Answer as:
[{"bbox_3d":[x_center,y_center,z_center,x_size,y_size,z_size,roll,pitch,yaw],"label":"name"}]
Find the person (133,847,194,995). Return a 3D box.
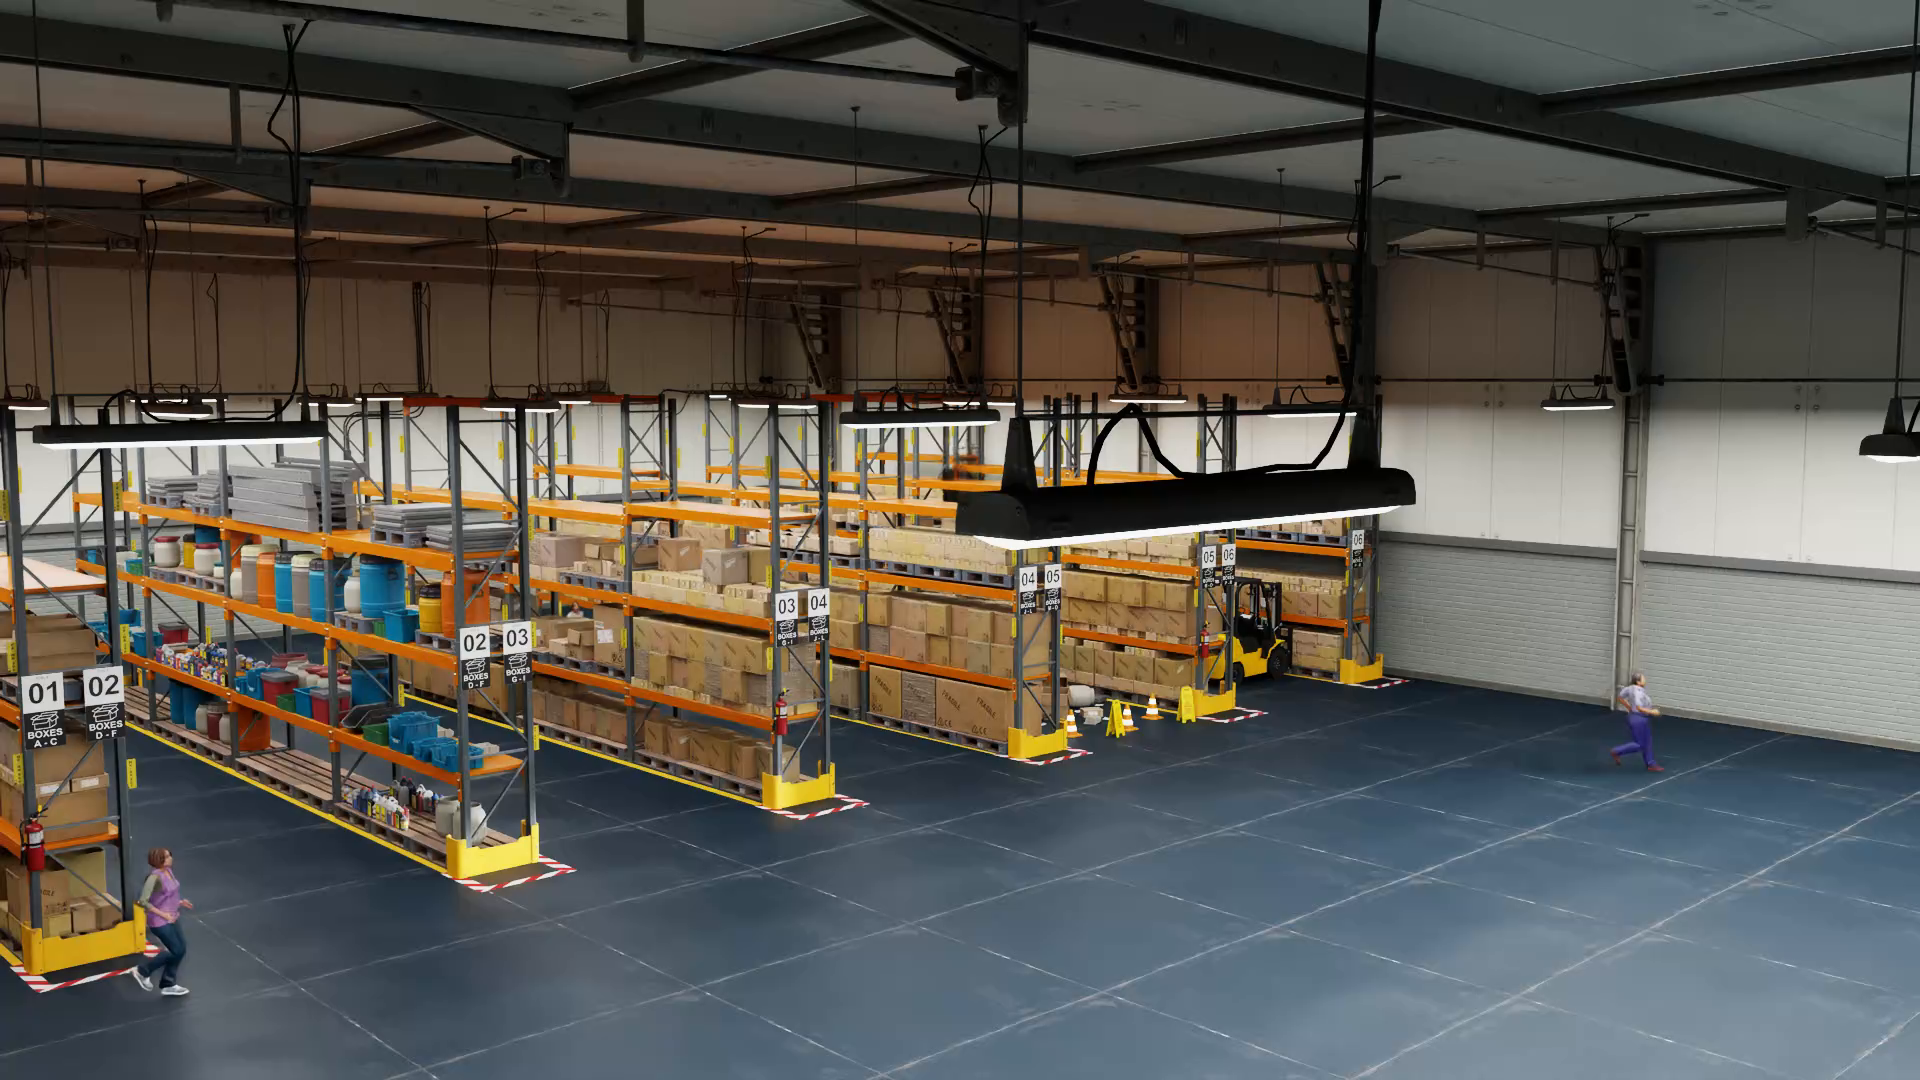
[{"bbox_3d":[-8.193,3.909,17.053,0.547,1.555,0.566,-1,6,-6],"label":"person"}]

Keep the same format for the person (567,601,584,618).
[{"bbox_3d":[-8.229,2.082,35.856,0.552,1.557,0.618,-4,7,-38],"label":"person"}]

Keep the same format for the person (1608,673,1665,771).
[{"bbox_3d":[10.924,2.940,26.811,0.932,1.602,0.621,1,6,5],"label":"person"}]
